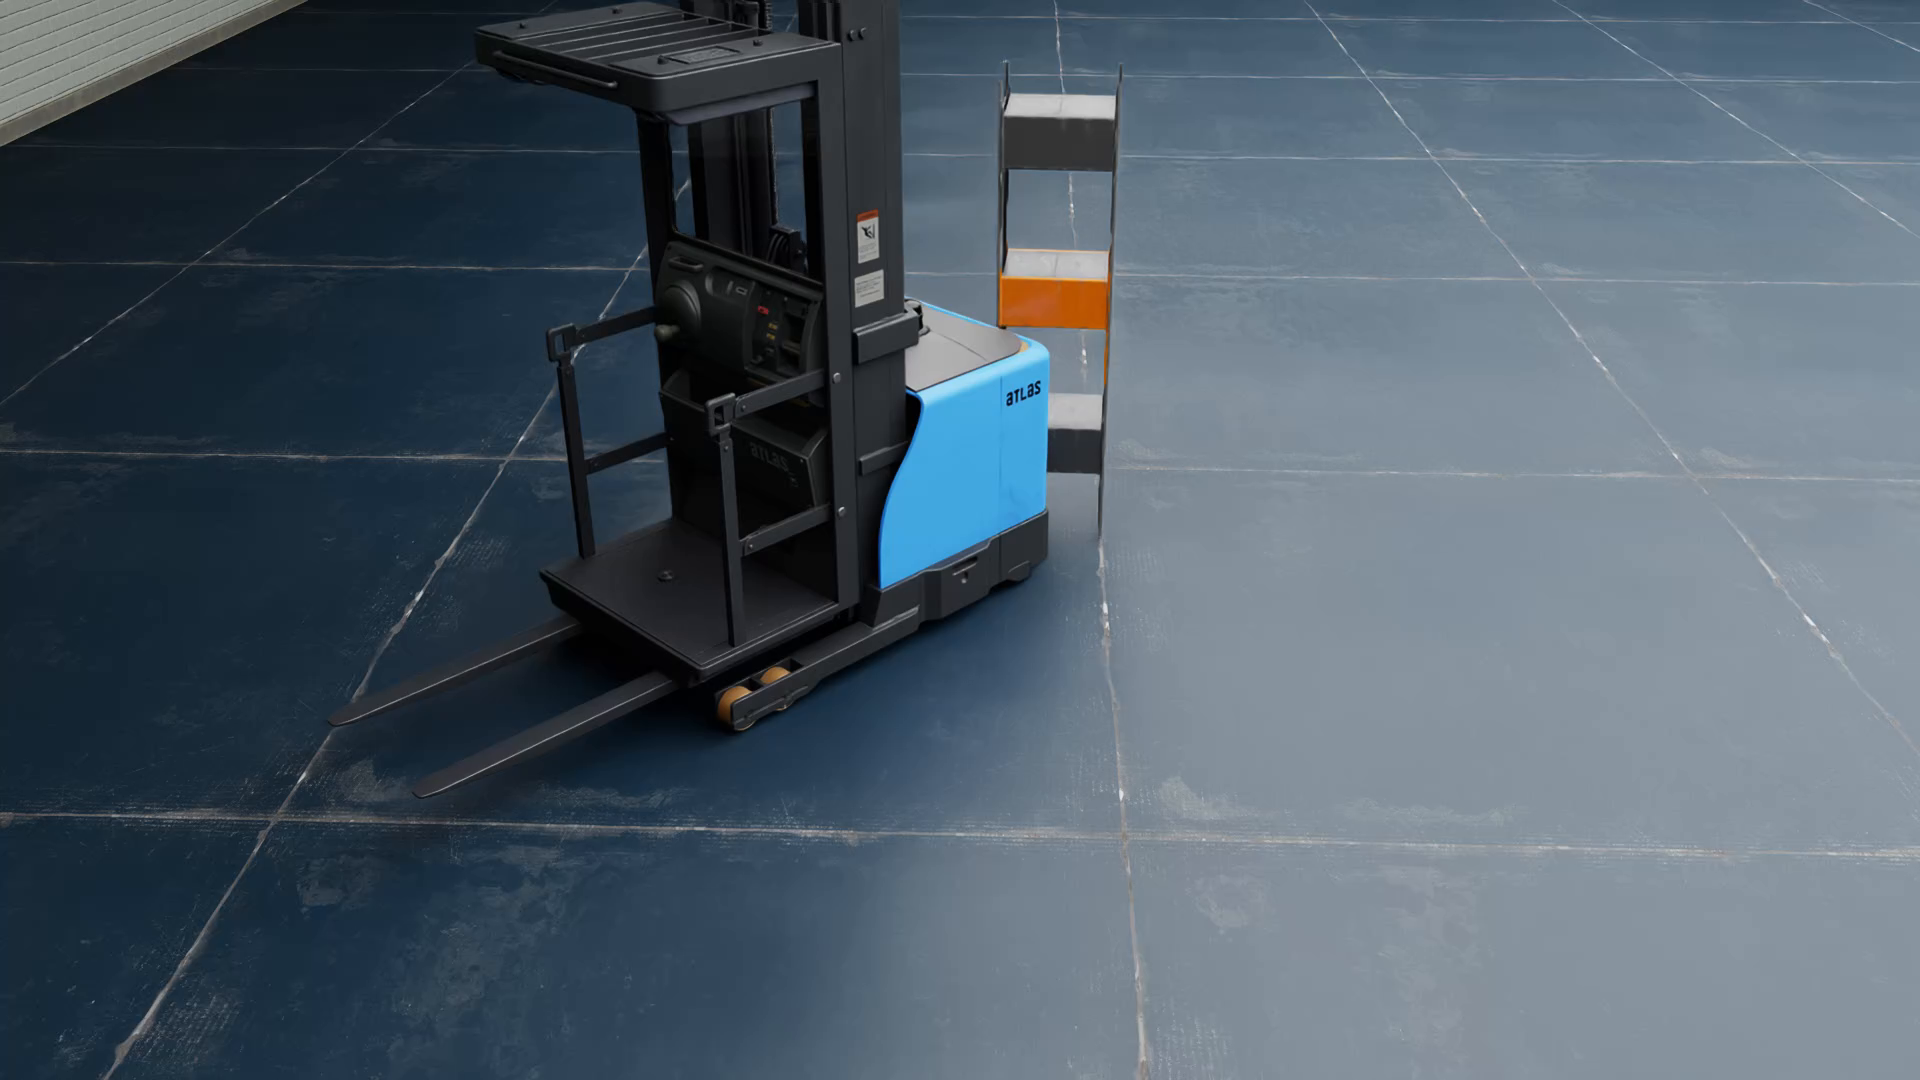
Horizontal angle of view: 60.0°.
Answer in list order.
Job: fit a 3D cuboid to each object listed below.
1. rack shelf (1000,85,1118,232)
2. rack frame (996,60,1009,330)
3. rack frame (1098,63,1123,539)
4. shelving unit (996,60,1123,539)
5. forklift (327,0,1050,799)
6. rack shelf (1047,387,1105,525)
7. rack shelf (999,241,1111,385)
[{"bbox_3d":[0.428,-1.642,7.140,0.480,0.518,0.431,3,28,5],"label":"rack shelf"},{"bbox_3d":[0.186,-1.046,7.482,0.015,2.100,0.400,3,28,5],"label":"rack frame"},{"bbox_3d":[0.671,-1.024,7.441,0.015,2.100,0.400,3,28,5],"label":"rack frame"},{"bbox_3d":[0.428,-1.035,7.461,0.503,2.100,0.431,3,28,5],"label":"shelving unit"},{"bbox_3d":[-1.000,-0.838,6.201,1.130,2.935,3.031,25,37,38],"label":"forklift"},{"bbox_3d":[0.428,-0.405,7.796,0.480,0.518,0.431,3,28,5],"label":"rack shelf"},{"bbox_3d":[0.428,-1.023,7.468,0.480,0.518,0.431,3,28,5],"label":"rack shelf"}]
